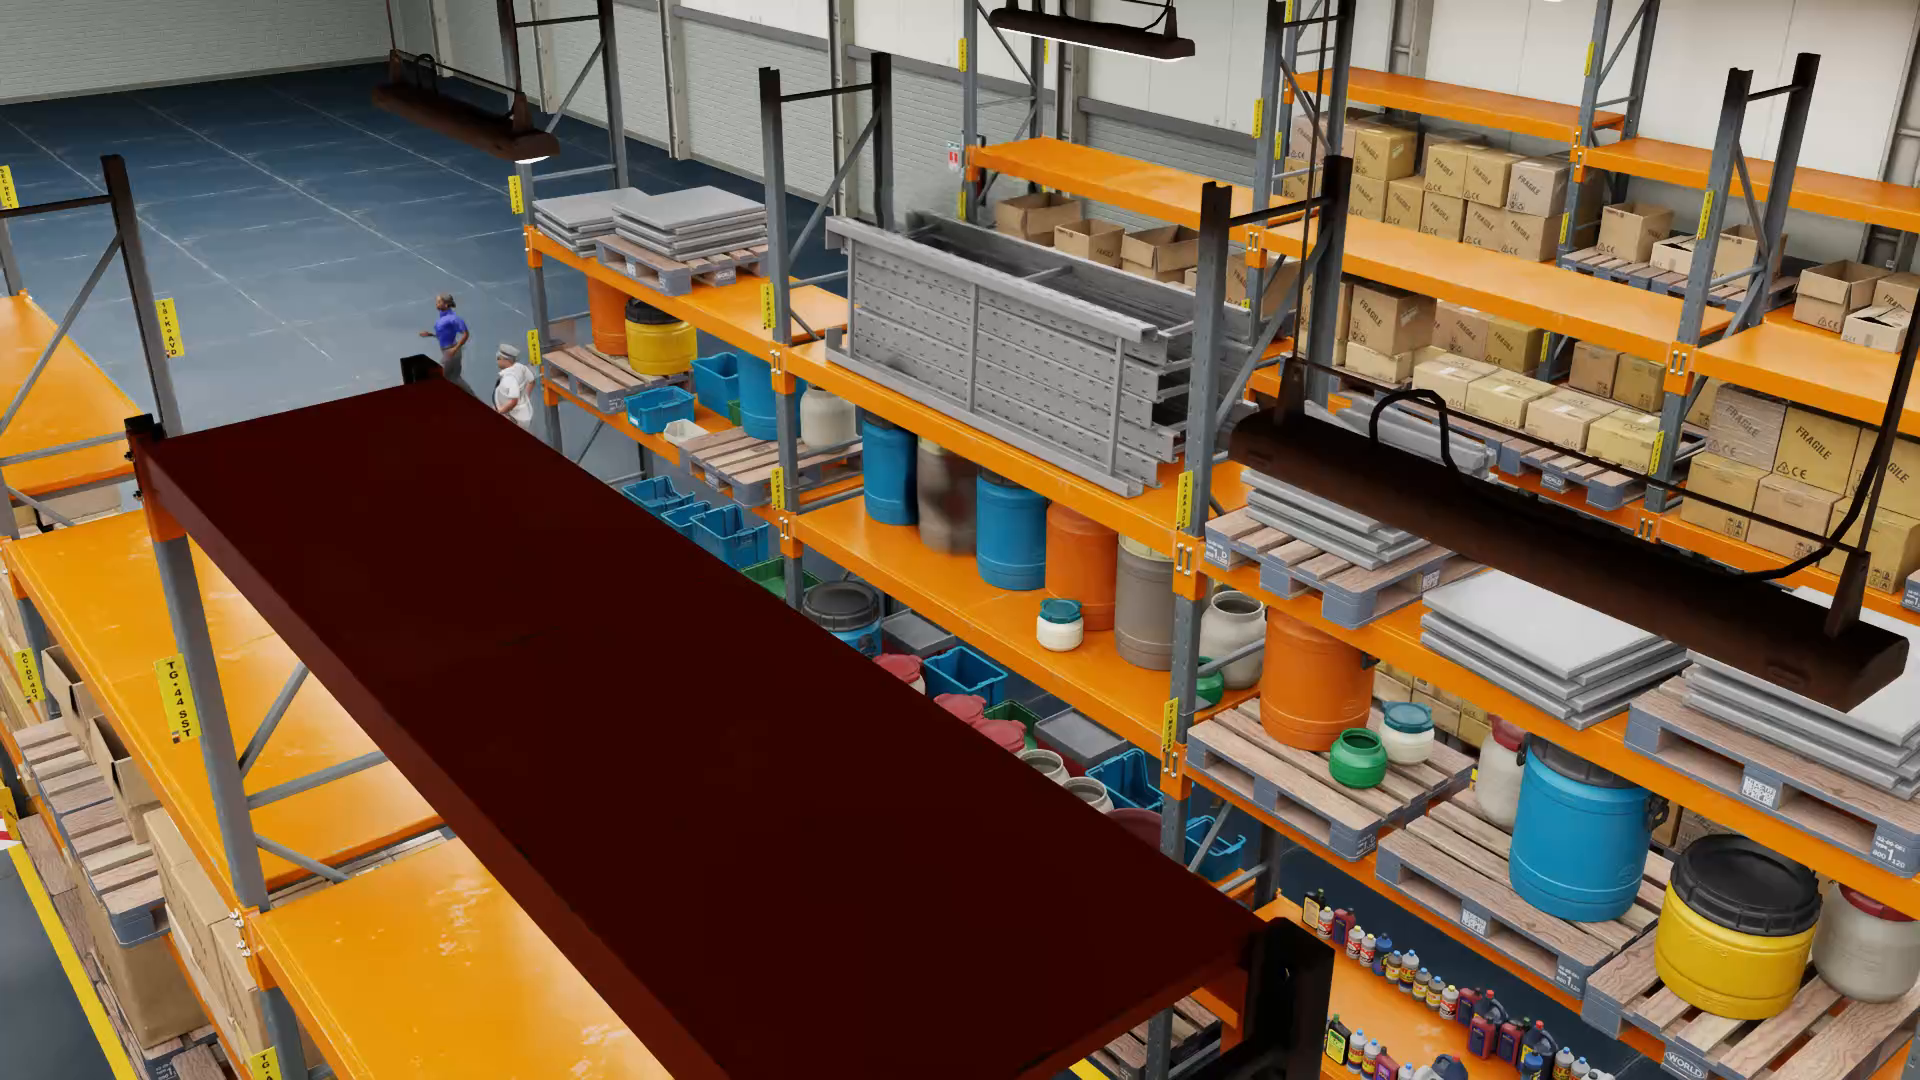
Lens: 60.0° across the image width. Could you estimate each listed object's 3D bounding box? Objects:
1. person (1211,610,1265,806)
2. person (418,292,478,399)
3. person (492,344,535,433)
[{"bbox_3d":[2.125,1.287,12.994,0.651,1.834,0.677,21,33,36],"label":"person"},{"bbox_3d":[-6.524,-2.326,21.212,0.660,1.671,0.555,-9,27,-18],"label":"person"},{"bbox_3d":[-5.069,-1.411,19.189,0.868,1.784,0.675,-2,26,-5],"label":"person"}]
